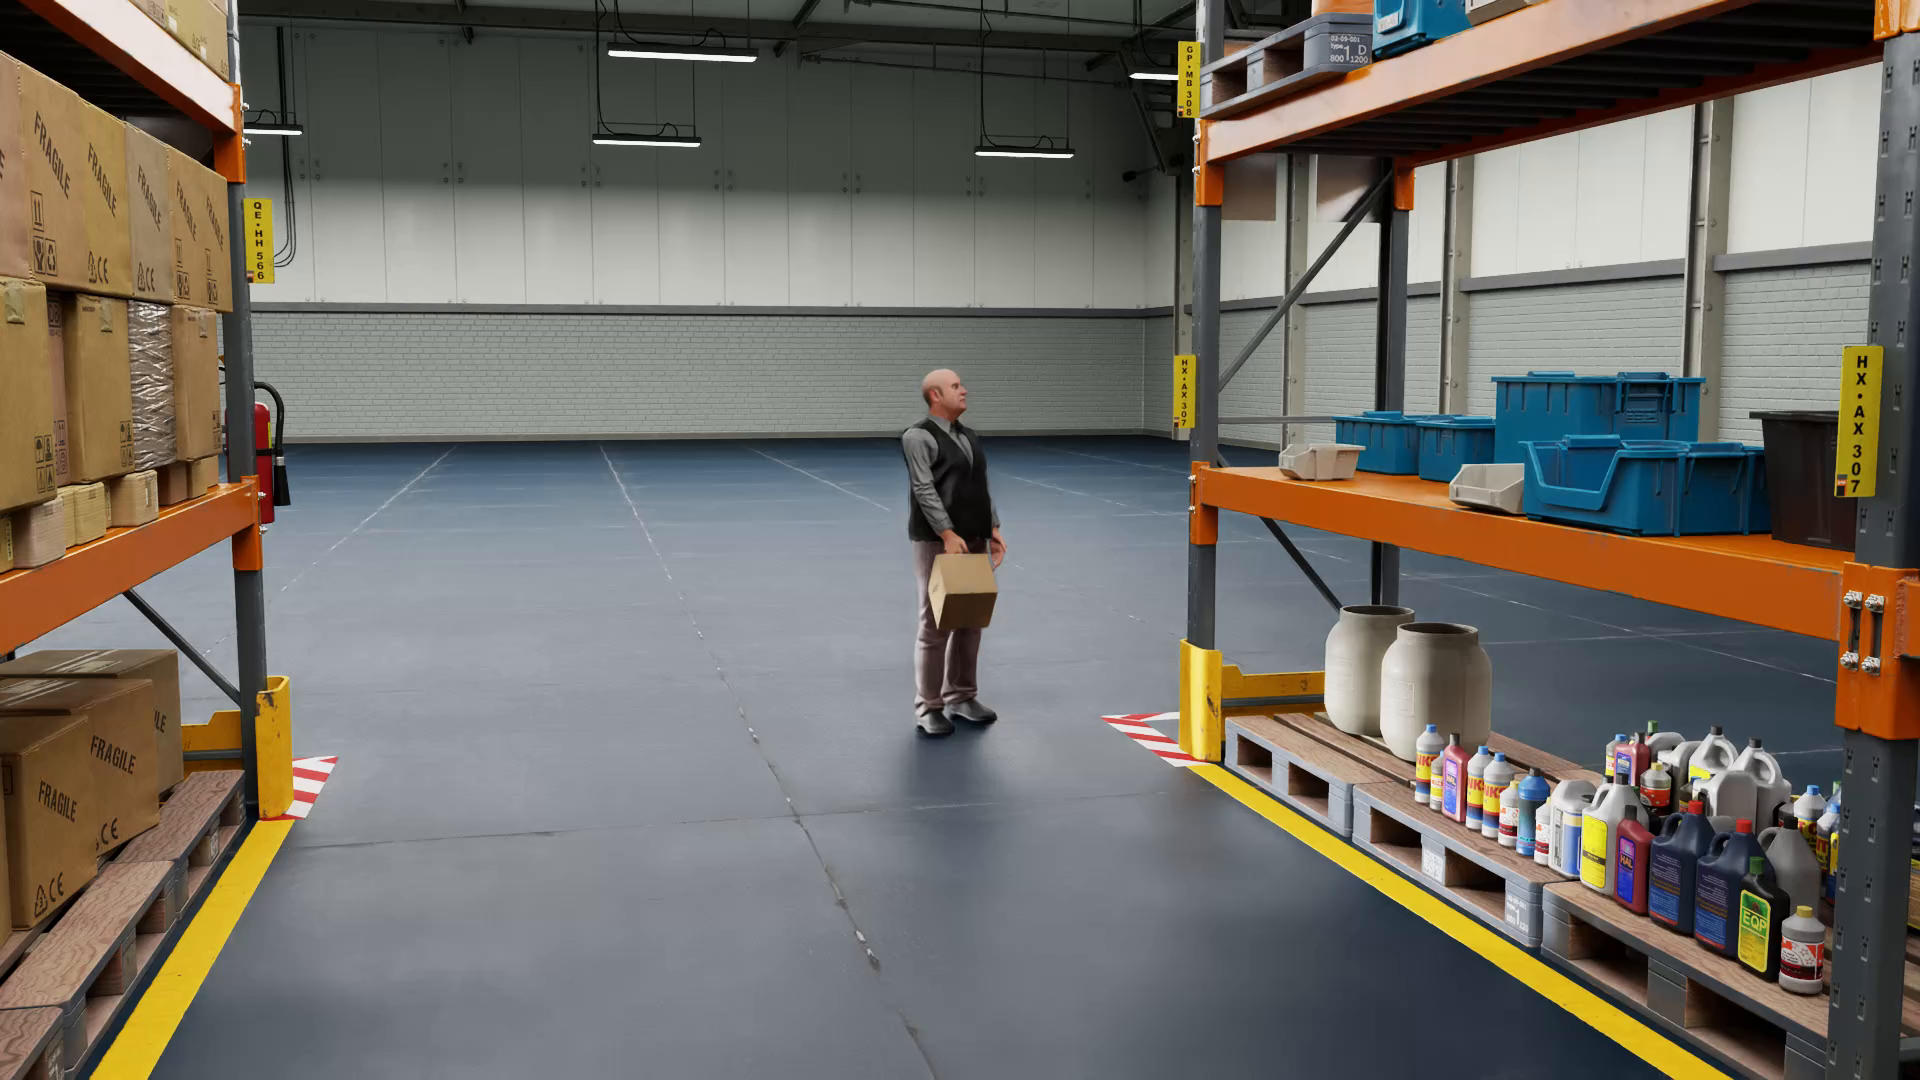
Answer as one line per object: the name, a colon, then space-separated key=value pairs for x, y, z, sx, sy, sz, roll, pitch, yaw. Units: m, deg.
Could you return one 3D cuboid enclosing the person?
person: x=-0.029 y=0.039 z=8.071 sx=0.458 sy=1.726 sz=0.600 roll=5 pitch=8 yaw=38
